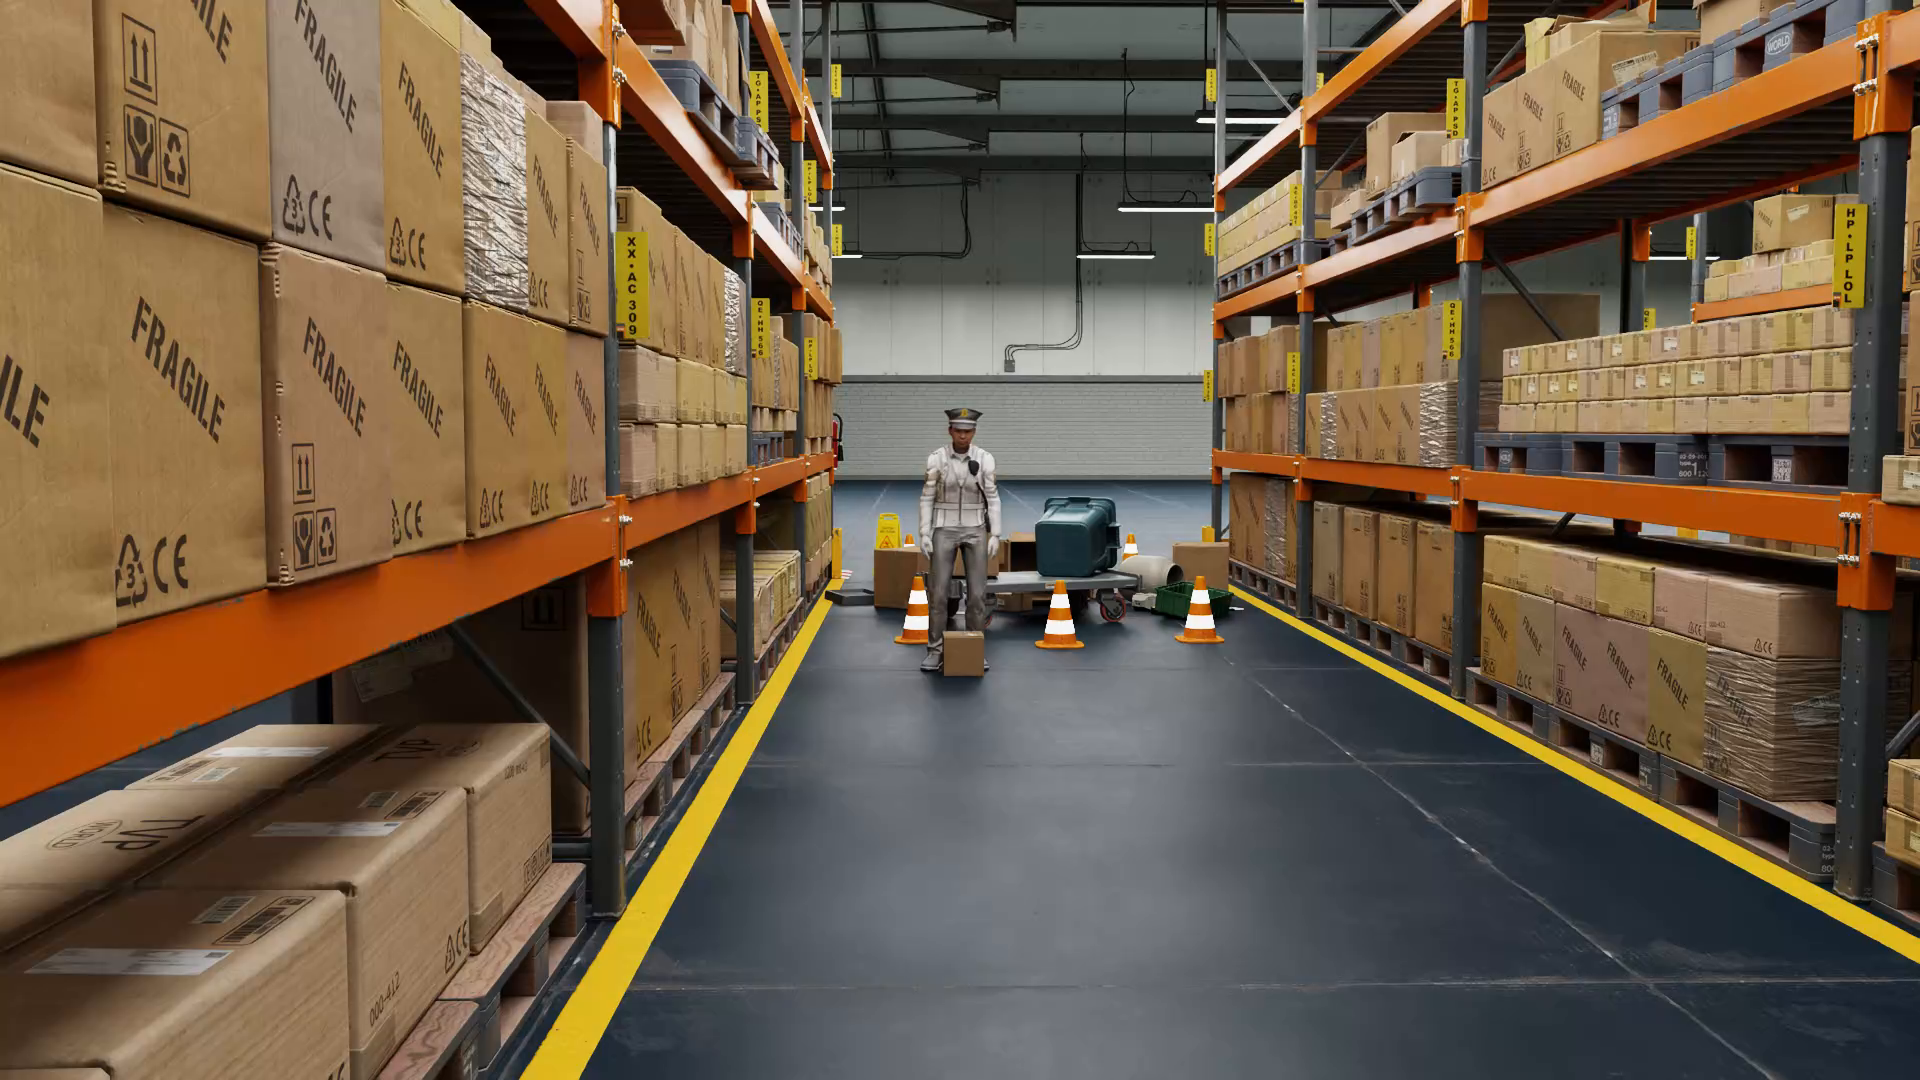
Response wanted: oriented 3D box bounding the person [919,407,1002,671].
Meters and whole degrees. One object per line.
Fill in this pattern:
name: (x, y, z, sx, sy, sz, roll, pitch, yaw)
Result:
person: (0.001, -0.010, 10.603, 0.529, 1.664, 0.371, 0, 4, -1)
